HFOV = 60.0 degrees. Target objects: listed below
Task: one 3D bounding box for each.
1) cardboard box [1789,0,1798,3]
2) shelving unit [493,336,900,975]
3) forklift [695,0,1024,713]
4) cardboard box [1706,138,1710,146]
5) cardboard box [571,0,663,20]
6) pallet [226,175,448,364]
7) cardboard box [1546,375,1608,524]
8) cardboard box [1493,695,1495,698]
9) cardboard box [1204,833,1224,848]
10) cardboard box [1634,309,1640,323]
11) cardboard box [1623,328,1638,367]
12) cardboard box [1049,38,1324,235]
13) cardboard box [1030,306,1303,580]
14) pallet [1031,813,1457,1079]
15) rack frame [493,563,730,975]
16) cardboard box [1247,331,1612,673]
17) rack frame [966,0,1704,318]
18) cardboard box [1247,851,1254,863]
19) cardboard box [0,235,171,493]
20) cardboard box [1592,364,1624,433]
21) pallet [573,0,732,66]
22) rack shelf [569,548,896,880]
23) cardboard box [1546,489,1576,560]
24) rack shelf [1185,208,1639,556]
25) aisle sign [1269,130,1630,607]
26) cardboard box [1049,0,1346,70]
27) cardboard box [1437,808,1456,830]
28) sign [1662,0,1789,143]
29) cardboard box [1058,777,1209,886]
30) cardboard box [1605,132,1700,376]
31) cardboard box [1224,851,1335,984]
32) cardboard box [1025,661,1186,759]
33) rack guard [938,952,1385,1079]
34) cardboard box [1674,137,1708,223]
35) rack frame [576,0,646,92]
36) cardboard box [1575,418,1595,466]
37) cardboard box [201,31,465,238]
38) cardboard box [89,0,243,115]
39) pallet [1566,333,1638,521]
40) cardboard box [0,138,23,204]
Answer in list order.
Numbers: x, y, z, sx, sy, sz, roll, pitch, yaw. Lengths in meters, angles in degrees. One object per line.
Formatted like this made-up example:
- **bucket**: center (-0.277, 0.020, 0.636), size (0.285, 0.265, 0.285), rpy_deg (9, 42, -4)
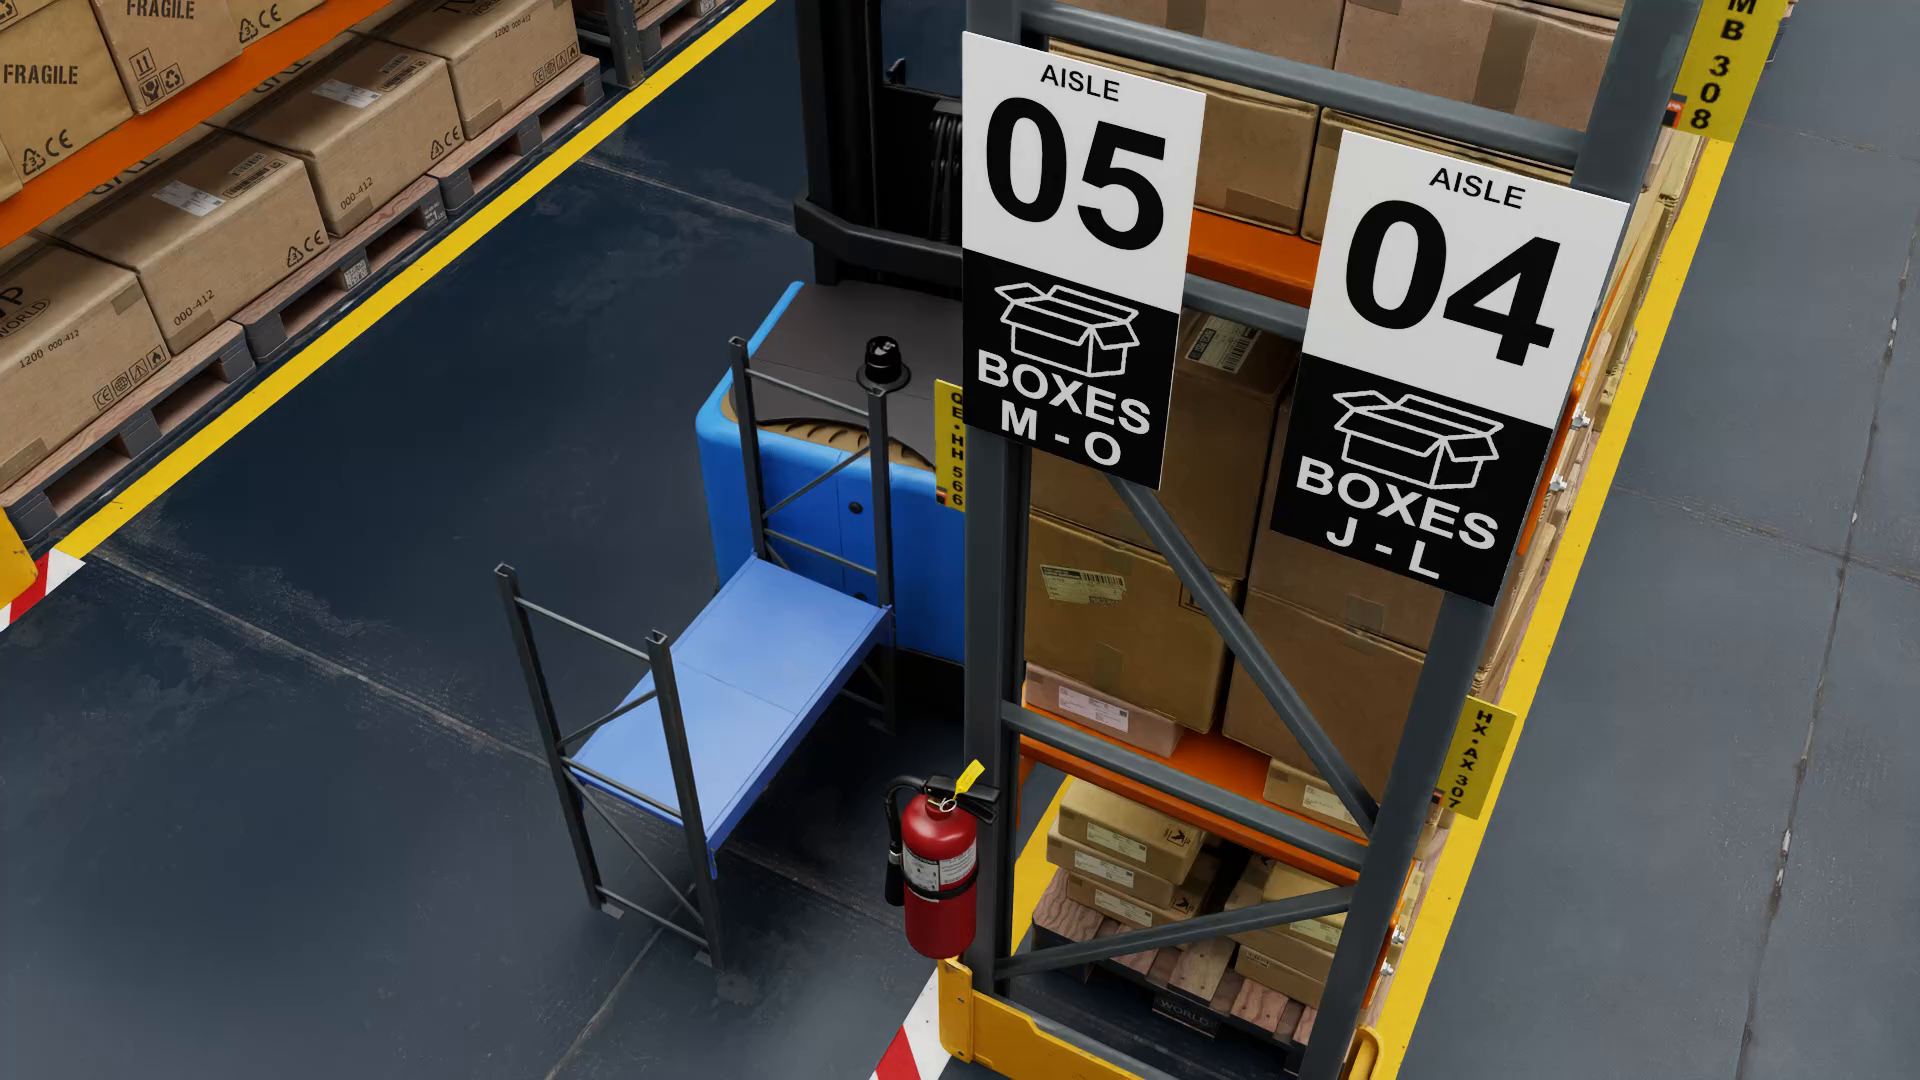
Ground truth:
- **cardboard box**: center (2.926, -2.138, 6.136), size (0.380, 0.149, 0.250), rpy_deg (18, 48, 17)
- **shelving unit**: center (-0.672, 0.360, 4.839), size (0.538, 1.500, 1.048), rpy_deg (21, 49, 20)
- **forklift**: center (0.143, -1.512, 5.684), size (1.130, 2.935, 3.031), rpy_deg (15, 47, 14)
- **cardboard box**: center (3.158, -1.963, 7.544), size (0.500, 0.500, 0.500), rpy_deg (23, 50, 21)
- **cardboard box**: center (-1.878, -3.371, 8.671), size (0.875, 0.875, 0.875), rpy_deg (22, 49, 20)
- **pallet**: center (-3.083, -1.348, 7.434), size (1.003, 0.211, 1.213), rpy_deg (20, 49, 19)
- **cardboard box**: center (1.397, -0.444, 4.300), size (0.500, 0.500, 0.500), rpy_deg (21, 49, 20)
- **cardboard box**: center (1.173, 0.204, 4.116), size (0.380, 0.149, 0.250), rpy_deg (19, 48, 18)
- **cardboard box**: center (0.640, 0.714, 4.936), size (0.380, 0.149, 0.250), rpy_deg (19, 48, 18)
- **cardboard box**: center (2.471, -0.929, 6.559), size (0.380, 0.149, 0.250), rpy_deg (21, 49, 20)
- **cardboard box**: center (2.456, -0.768, 6.610), size (0.380, 0.149, 0.250), rpy_deg (21, 49, 20)
- **cardboard box**: center (0.456, -0.838, 2.966), size (0.500, 0.250, 0.500), rpy_deg (19, 48, 18)
- **cardboard box**: center (0.471, -0.324, 3.479), size (0.500, 0.500, 0.500), rpy_deg (20, 49, 18)
- **pallet**: center (0.923, 0.970, 5.143), size (1.003, 0.211, 1.213), rpy_deg (20, 49, 19)
- **rack frame**: center (-0.915, 0.678, 4.526), size (0.500, 1.500, 0.032), rpy_deg (21, 49, 20)
- **cardboard box**: center (0.923, -0.149, 3.306), size (0.500, 0.500, 0.500), rpy_deg (20, 49, 19)
- **rack frame**: center (0.479, -1.571, 1.476), size (1.000, 3.000, 0.127), rpy_deg (20, 49, 19)
- **cardboard box**: center (1.055, 0.976, 4.886), size (0.380, 0.149, 0.250), rpy_deg (20, 49, 19)
- **cardboard box**: center (-3.734, -0.729, 6.368), size (0.875, 0.438, 0.875), rpy_deg (19, 48, 18)
- **cardboard box**: center (2.248, -0.580, 6.214), size (0.380, 0.149, 0.250), rpy_deg (19, 48, 18)
- **pallet**: center (-1.804, -3.084, 9.150), size (1.003, 0.211, 1.213), rpy_deg (20, 49, 19)
- **rack shelf**: center (-0.672, 0.487, 4.967), size (0.538, 0.185, 1.000), rpy_deg (21, 49, 20)
- **cardboard box**: center (1.975, -0.116, 5.965), size (0.380, 0.149, 0.250), rpy_deg (20, 49, 19)
- **rack shelf**: center (1.407, -1.524, 4.044), size (1.077, 0.370, 4.000), rpy_deg (20, 49, 19)
- **aisle sign**: center (0.711, -0.231, 2.542), size (0.394, 0.787, 0.004), rpy_deg (20, 49, 19)
- **cardboard box**: center (0.467, -1.014, 2.788), size (0.500, 0.250, 0.500), rpy_deg (19, 48, 18)
- **cardboard box**: center (1.275, 0.635, 4.804), size (0.380, 0.149, 0.250), rpy_deg (20, 49, 19)
- **sign**: center (0.960, -0.645, 2.055), size (0.100, 0.325, 0.005), rpy_deg (20, 49, 19)
- **cardboard box**: center (0.500, 0.766, 4.675), size (0.380, 0.149, 0.250), rpy_deg (21, 49, 19)
- **cardboard box**: center (1.412, -0.789, 3.939), size (0.500, 0.500, 0.500), rpy_deg (19, 48, 18)
- **cardboard box**: center (0.950, 1.042, 4.611), size (0.380, 0.149, 0.250), rpy_deg (22, 49, 21)
- **cardboard box**: center (0.380, 0.327, 3.994), size (0.380, 0.149, 0.250), rpy_deg (21, 49, 19)
- **rack guard**: center (0.514, 1.368, 4.546), size (1.175, 0.500, 0.348), rpy_deg (20, 49, 19)
- **cardboard box**: center (2.119, -1.397, 5.243), size (0.500, 0.500, 0.500), rpy_deg (19, 48, 18)
- **rack frame**: center (-2.095, -3.553, 7.653), size (1.000, 3.000, 0.127), rpy_deg (20, 49, 19)
- **cardboard box**: center (1.975, -0.355, 5.783), size (0.380, 0.149, 0.250), rpy_deg (18, 48, 17)
- **cardboard box**: center (-2.897, -1.876, 7.501), size (0.875, 0.438, 0.875), rpy_deg (19, 48, 18)
- **cardboard box**: center (-3.013, -1.918, 5.967), size (0.500, 0.500, 0.500), rpy_deg (20, 49, 19)
- **pallet**: center (2.055, -0.568, 6.662), size (1.003, 0.211, 1.213), rpy_deg (20, 49, 19)
- **cardboard box**: center (-3.475, -1.276, 5.332), size (0.500, 0.500, 0.500), rpy_deg (20, 49, 19)
